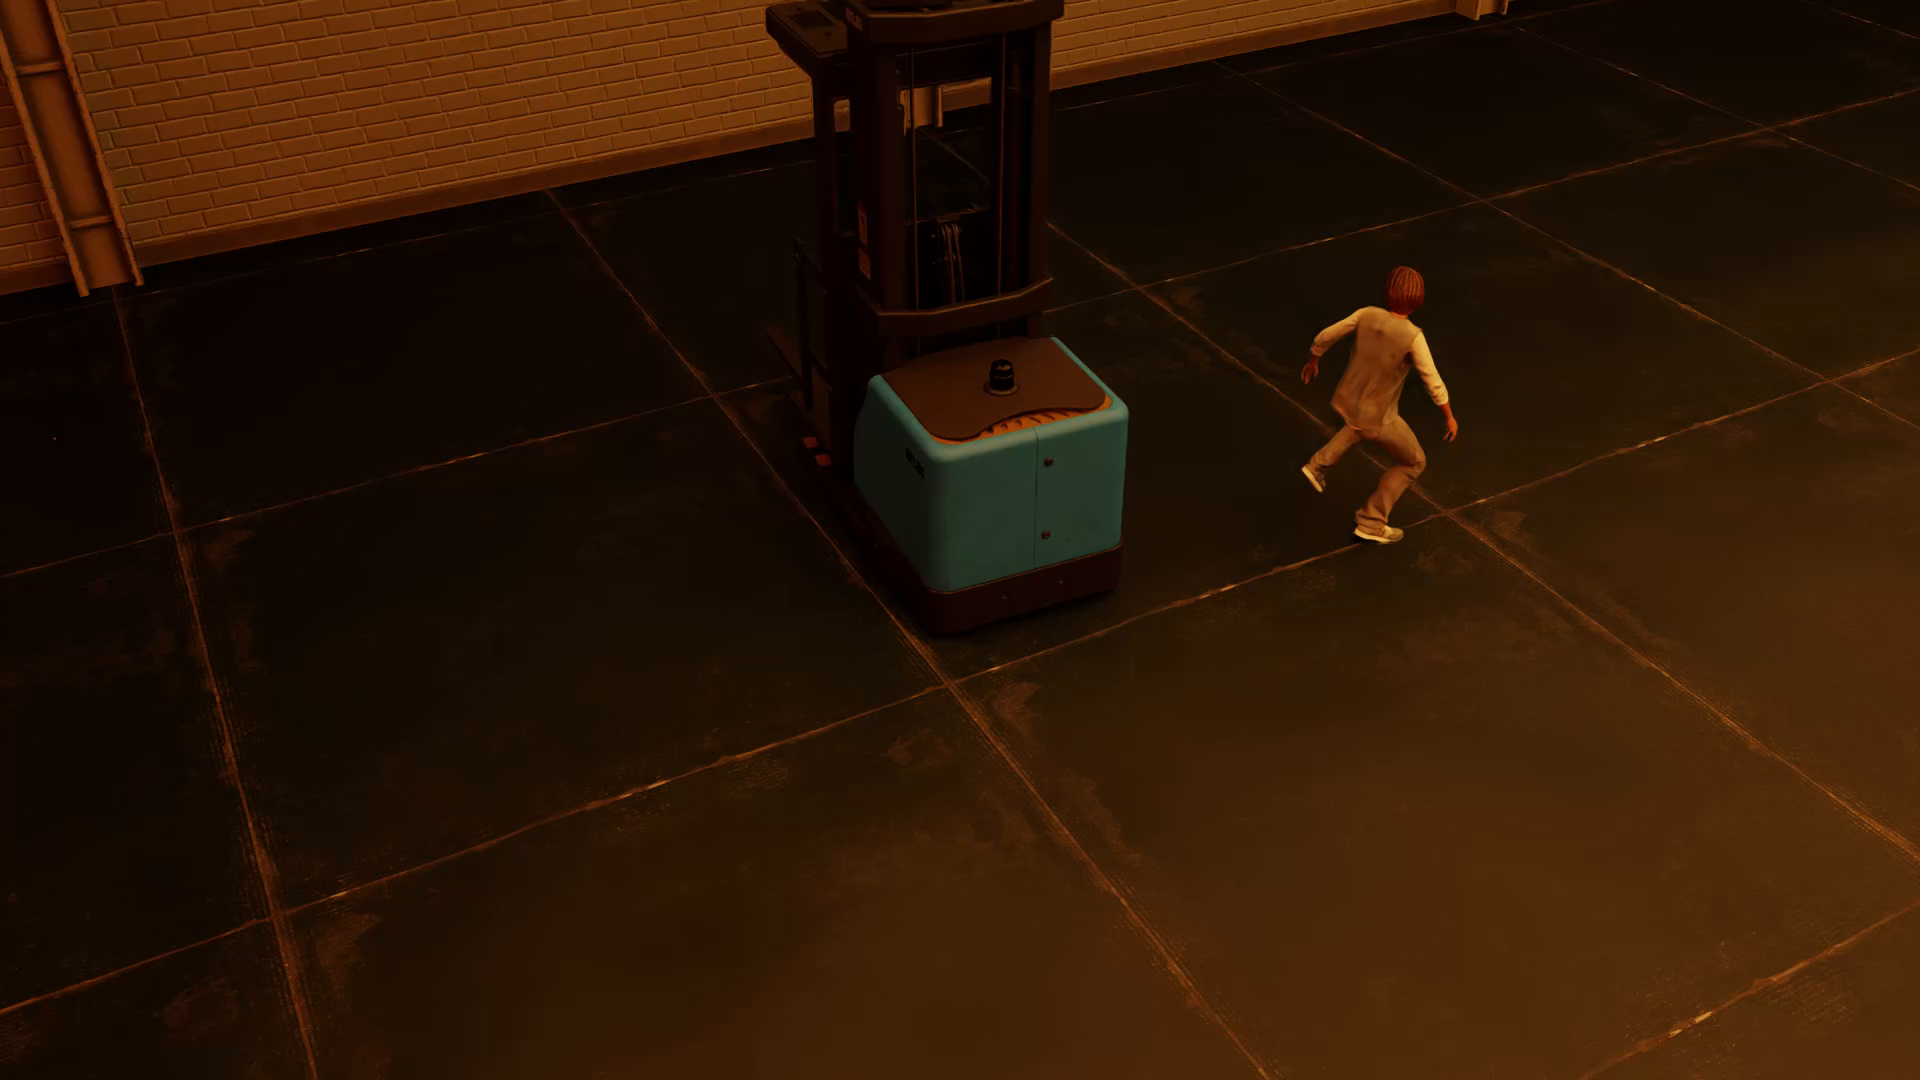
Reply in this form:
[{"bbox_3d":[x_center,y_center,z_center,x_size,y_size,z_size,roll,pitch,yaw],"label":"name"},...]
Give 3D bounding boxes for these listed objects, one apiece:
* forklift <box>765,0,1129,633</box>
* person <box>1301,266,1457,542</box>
[{"bbox_3d":[-0.261,-1.595,8.379,1.130,2.935,3.031,-14,38,-19],"label":"forklift"},{"bbox_3d":[2.098,-0.700,8.390,0.474,1.493,0.742,-18,39,-24],"label":"person"}]
